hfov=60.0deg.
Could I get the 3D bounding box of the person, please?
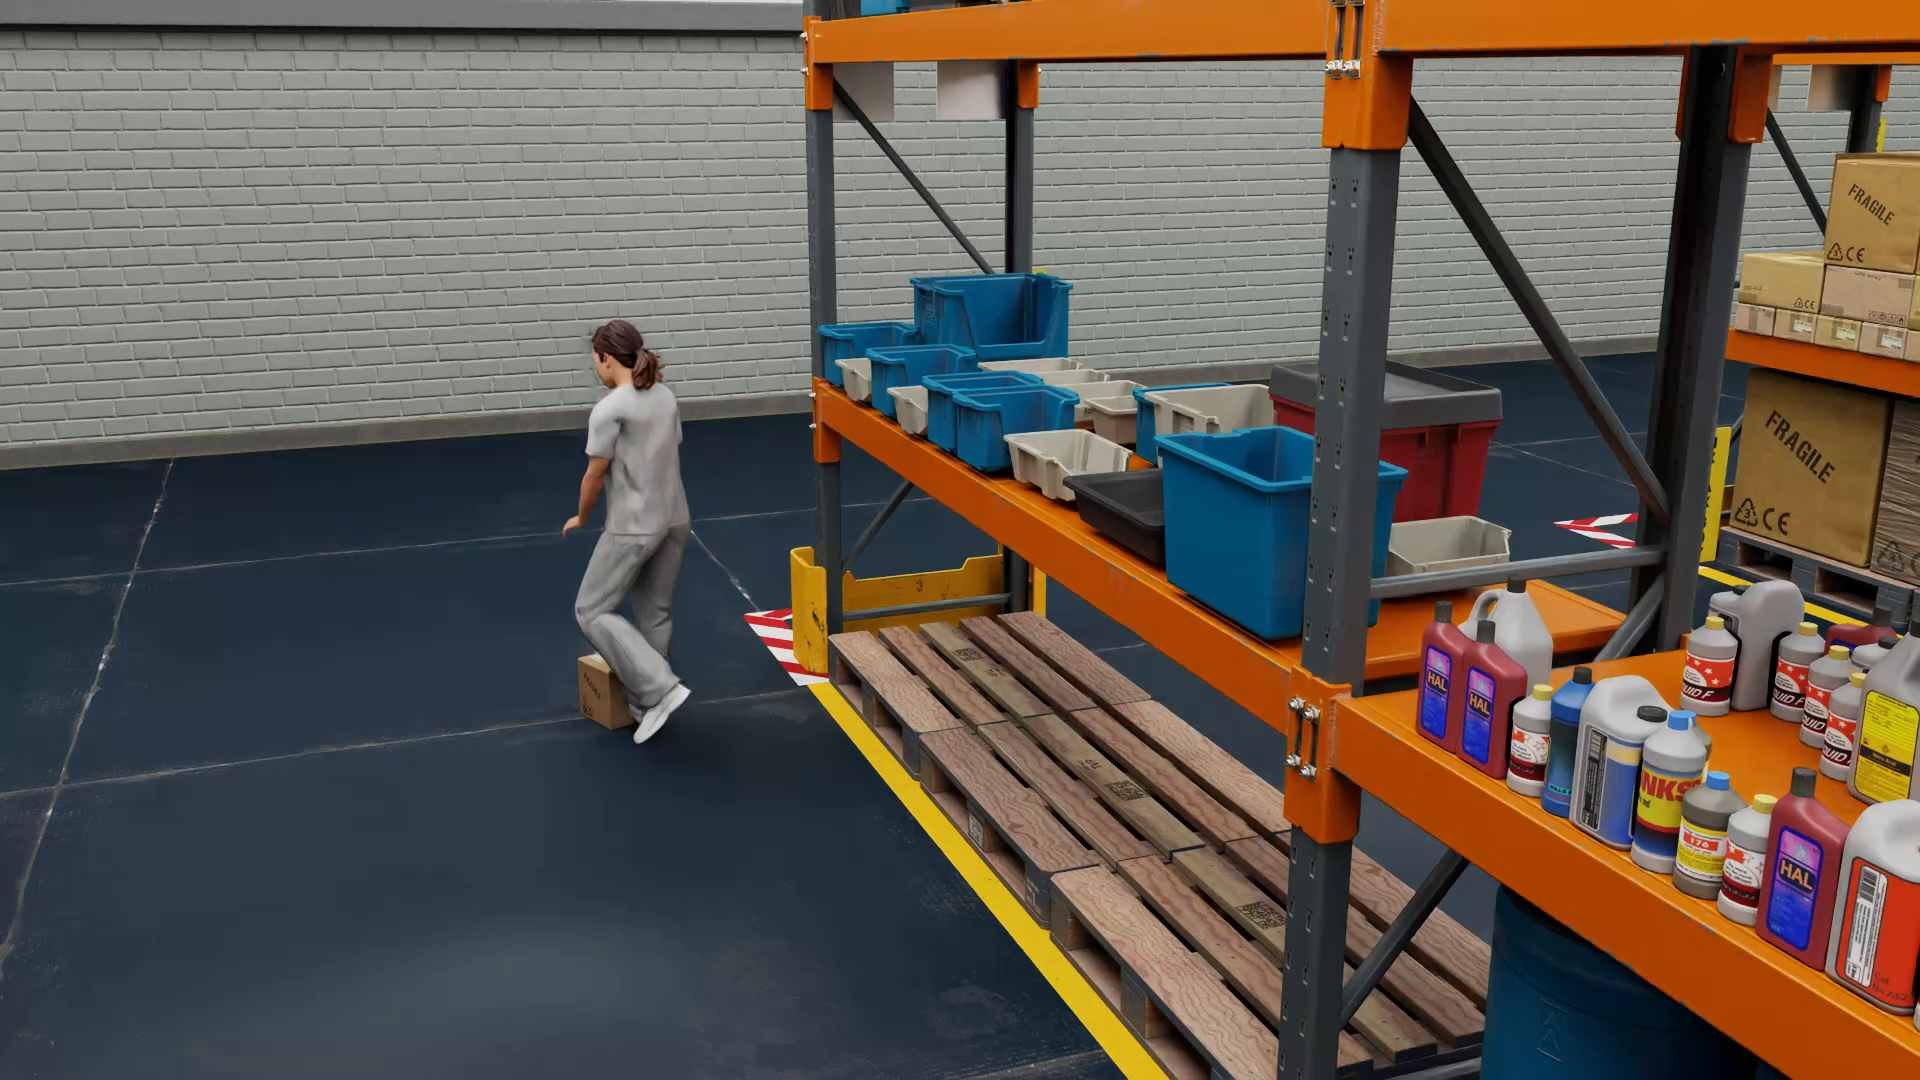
[{"bbox_3d":[-1.274,-0.033,6.591,0.571,1.663,0.472,10,19,32],"label":"person"}]
